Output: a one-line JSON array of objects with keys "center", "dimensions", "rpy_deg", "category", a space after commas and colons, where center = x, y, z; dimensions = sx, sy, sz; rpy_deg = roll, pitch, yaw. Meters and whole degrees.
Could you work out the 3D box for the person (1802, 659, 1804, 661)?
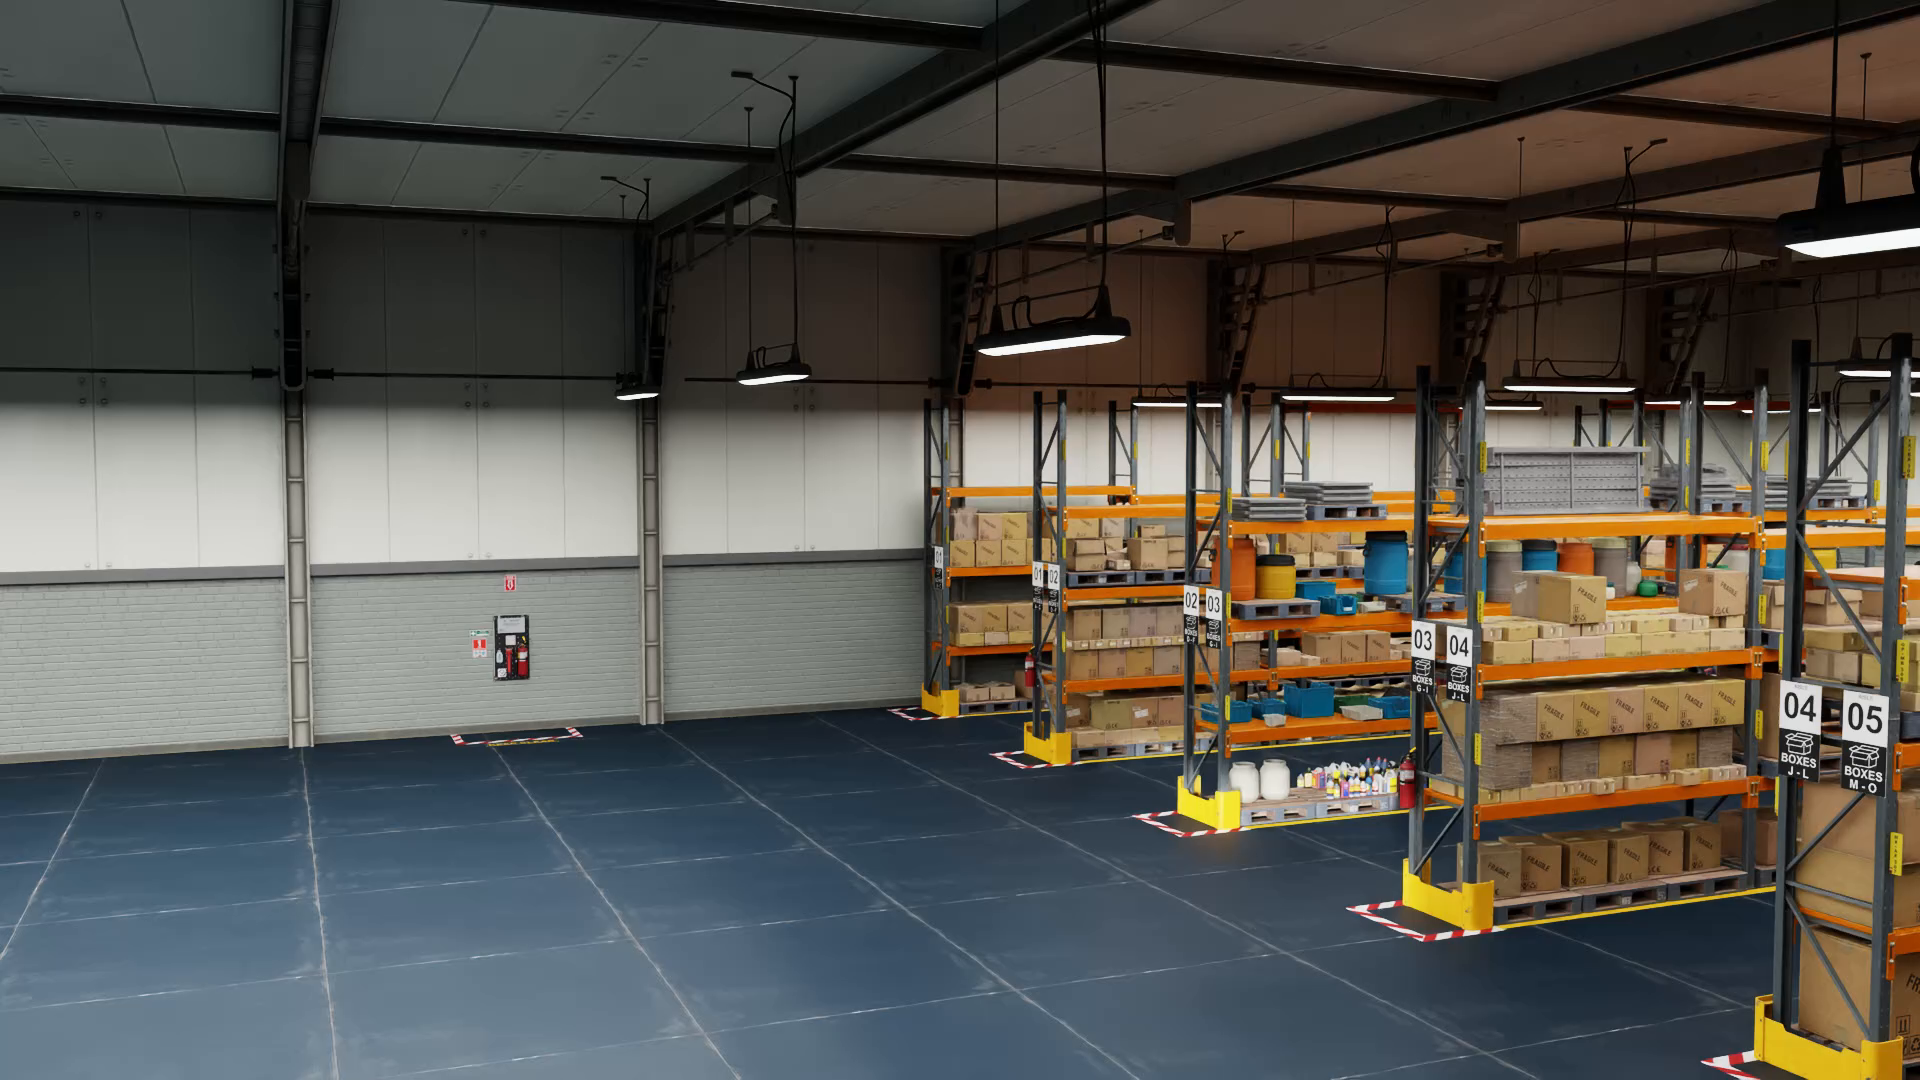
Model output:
[{"center": [17.345, 2.287, 34.148], "dimensions": [0.547, 1.722, 0.947], "rpy_deg": [0, 3, 7], "category": "person"}]
